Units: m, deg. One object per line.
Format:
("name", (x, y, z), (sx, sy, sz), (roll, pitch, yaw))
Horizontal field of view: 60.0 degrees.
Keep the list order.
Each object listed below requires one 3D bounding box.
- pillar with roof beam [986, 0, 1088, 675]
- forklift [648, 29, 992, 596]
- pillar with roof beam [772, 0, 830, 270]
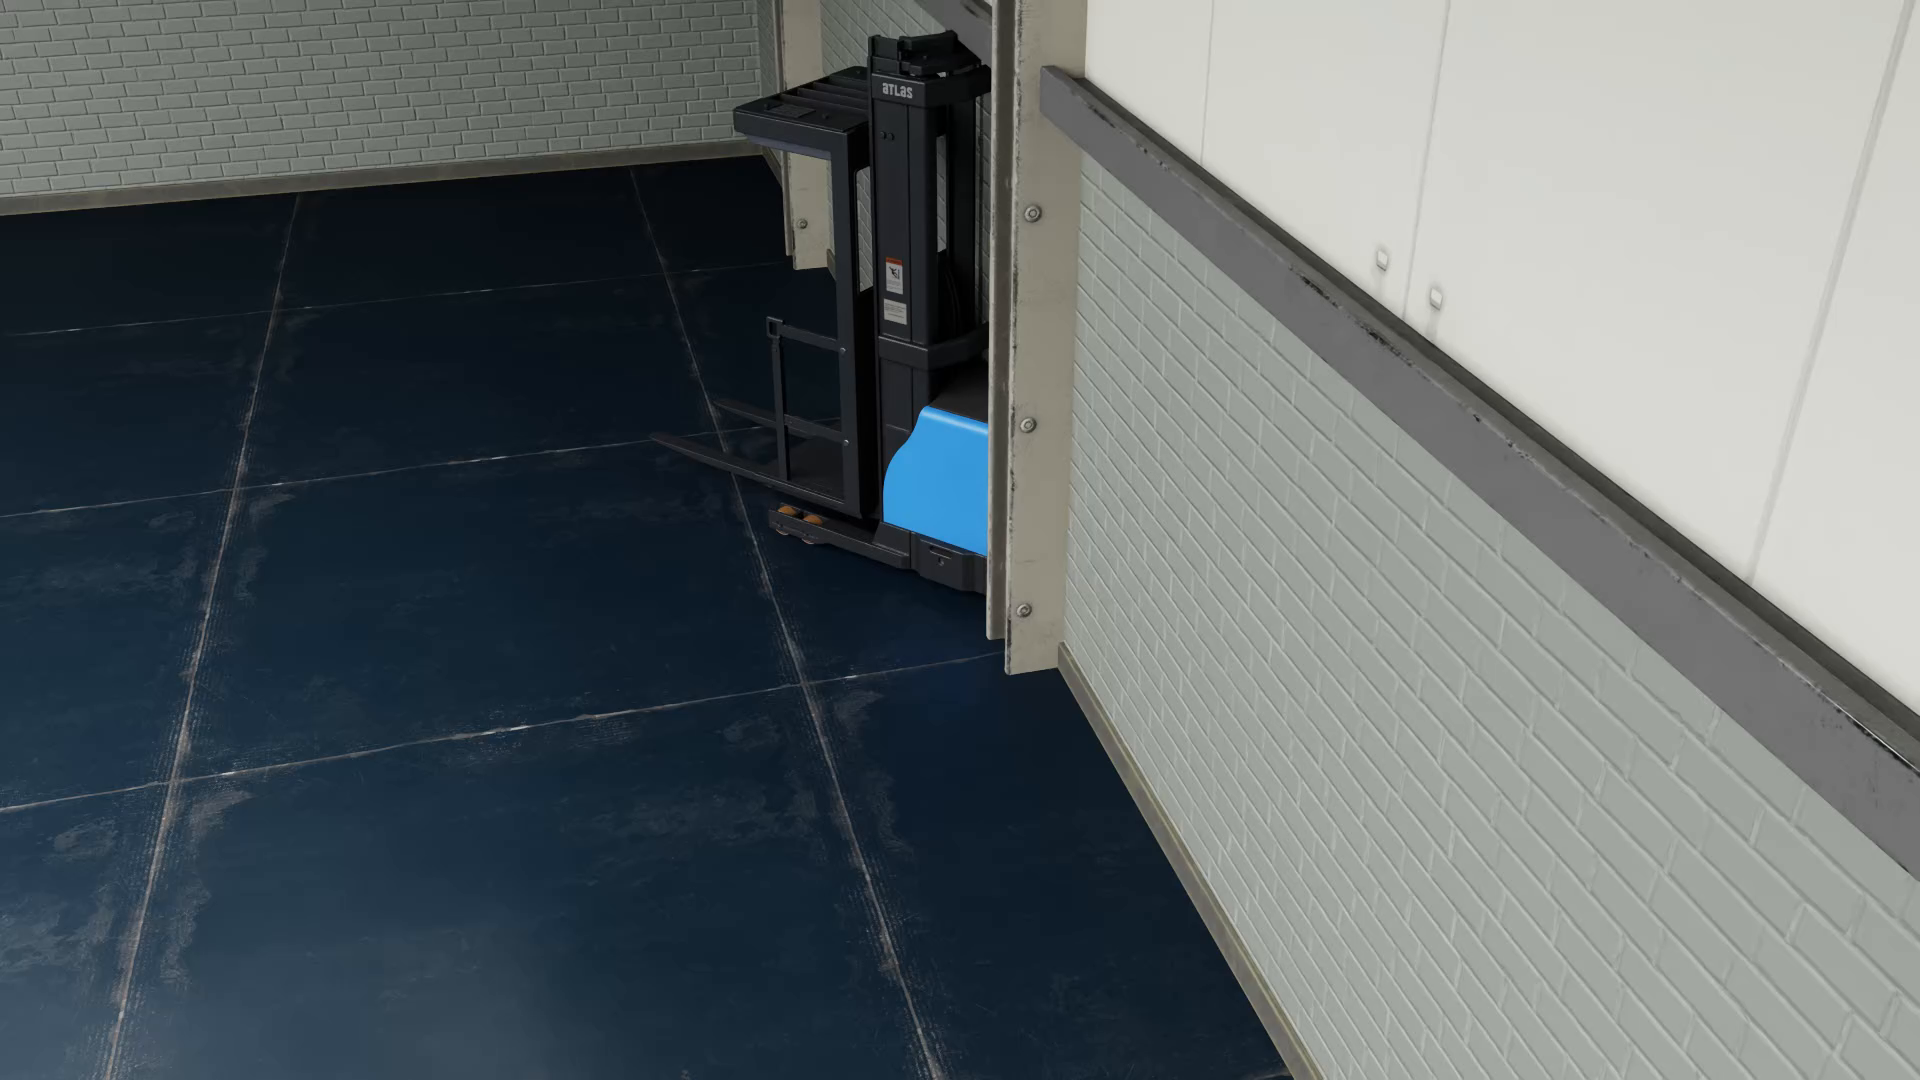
("pillar with roof beam", (-3.811, -2.744, 5.507), (9.100, 9.000, 0.400), (-8, 31, -13))
("forklift", (-0.517, -1.443, 9.318), (3.031, 2.935, 1.130), (19, 35, 29))
("pillar with roof beam", (-5.403, -5.641, 10.514), (9.100, 9.000, 0.400), (-8, 31, -13))
